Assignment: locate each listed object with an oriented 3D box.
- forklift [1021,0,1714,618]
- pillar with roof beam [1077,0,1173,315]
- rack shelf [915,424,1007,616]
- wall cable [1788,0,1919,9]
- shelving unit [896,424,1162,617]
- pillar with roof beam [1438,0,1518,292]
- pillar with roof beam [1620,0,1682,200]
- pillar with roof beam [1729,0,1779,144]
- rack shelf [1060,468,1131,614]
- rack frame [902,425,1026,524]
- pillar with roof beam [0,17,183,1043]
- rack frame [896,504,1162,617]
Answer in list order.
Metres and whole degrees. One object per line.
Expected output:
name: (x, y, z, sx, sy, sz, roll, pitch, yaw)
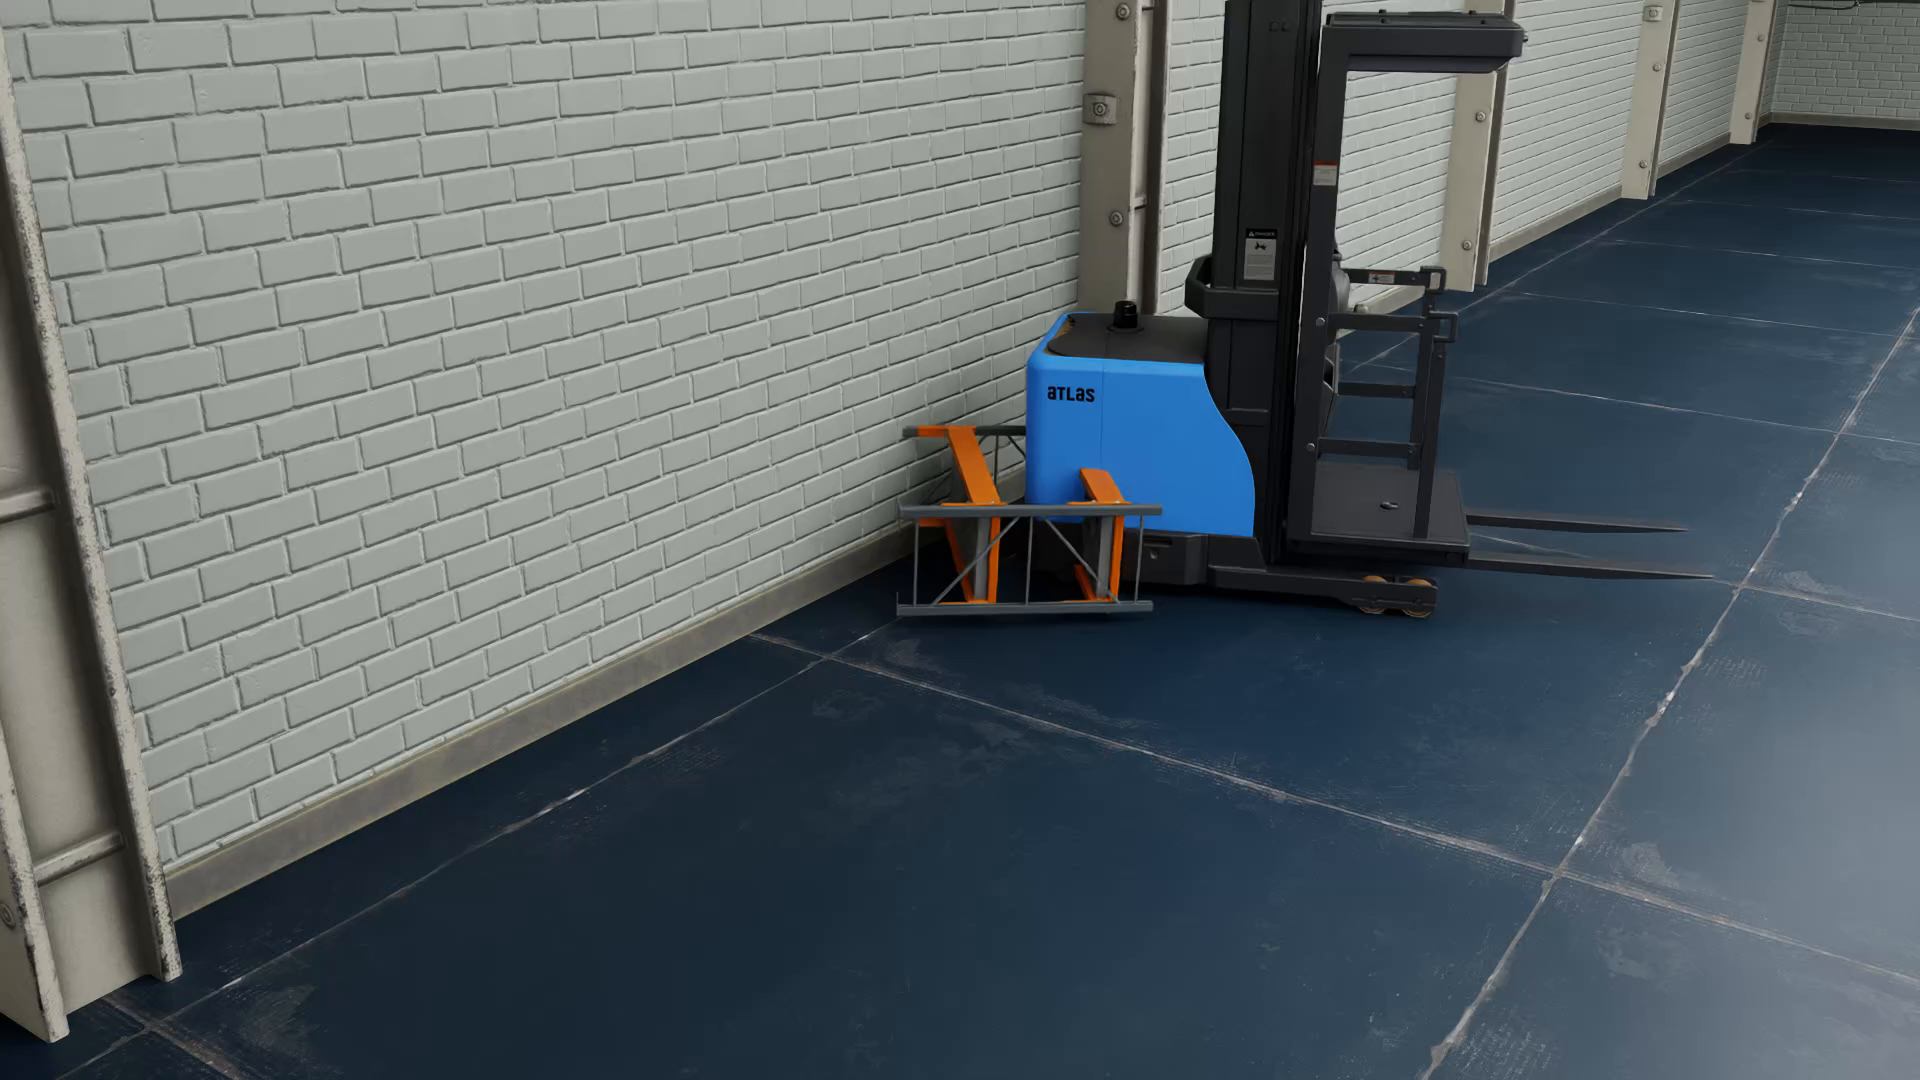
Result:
forklift: (1.857, -1.235, 7.378, 3.031, 2.935, 1.130, 4, 21, 12)
pillar with roof beam: (4.431, -3.813, 5.601, 9.100, 9.000, 0.400, 13, 24, 32)
rack shelf: (-0.012, -0.111, 7.551, 0.278, 0.538, 1.000, -1, 23, -7)
wall cable: (13.739, -8.948, 23.959, 3.097, 2.526, 0.112, 13, 24, 32)
shelving unit: (0.231, -0.113, 7.582, 1.125, 0.538, 1.048, -1, 23, -7)
pillar with roof beam: (7.804, -5.534, 10.255, 9.100, 9.000, 0.400, 13, 24, 32)
pillar with roof beam: (11.177, -7.256, 14.909, 9.100, 9.000, 0.400, 13, 24, 32)
pillar with roof beam: (14.550, -8.977, 19.563, 9.100, 9.000, 0.400, 13, 24, 32)
rack shelf: (0.521, -0.117, 7.620, 0.278, 0.538, 1.000, -1, 23, -7)
rack frame: (0.168, -0.313, 8.046, 1.125, 0.500, 0.032, -1, 23, -7)
pillar with roof beam: (1.059, -2.091, 0.947, 9.100, 9.000, 0.400, 13, 24, 32)
rack frame: (0.293, 0.086, 7.119, 1.125, 0.500, 0.032, -1, 23, -7)
